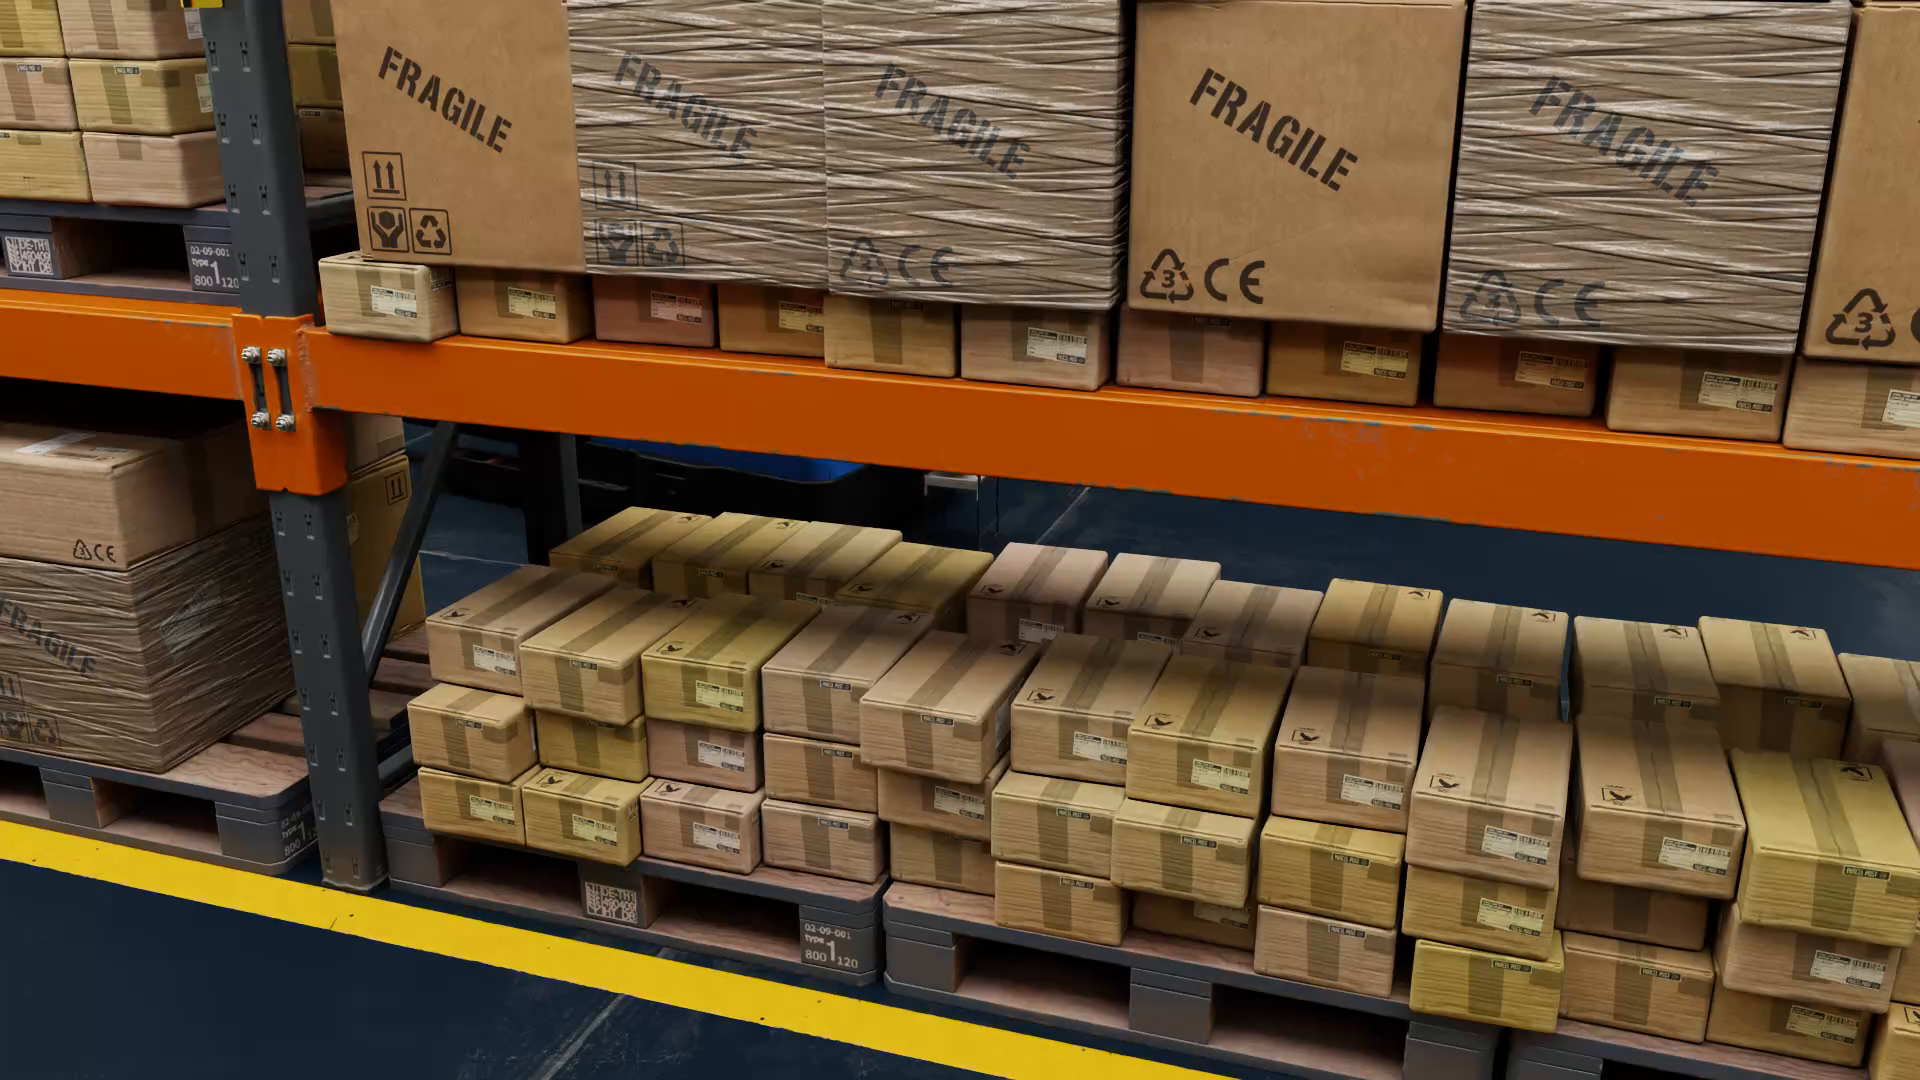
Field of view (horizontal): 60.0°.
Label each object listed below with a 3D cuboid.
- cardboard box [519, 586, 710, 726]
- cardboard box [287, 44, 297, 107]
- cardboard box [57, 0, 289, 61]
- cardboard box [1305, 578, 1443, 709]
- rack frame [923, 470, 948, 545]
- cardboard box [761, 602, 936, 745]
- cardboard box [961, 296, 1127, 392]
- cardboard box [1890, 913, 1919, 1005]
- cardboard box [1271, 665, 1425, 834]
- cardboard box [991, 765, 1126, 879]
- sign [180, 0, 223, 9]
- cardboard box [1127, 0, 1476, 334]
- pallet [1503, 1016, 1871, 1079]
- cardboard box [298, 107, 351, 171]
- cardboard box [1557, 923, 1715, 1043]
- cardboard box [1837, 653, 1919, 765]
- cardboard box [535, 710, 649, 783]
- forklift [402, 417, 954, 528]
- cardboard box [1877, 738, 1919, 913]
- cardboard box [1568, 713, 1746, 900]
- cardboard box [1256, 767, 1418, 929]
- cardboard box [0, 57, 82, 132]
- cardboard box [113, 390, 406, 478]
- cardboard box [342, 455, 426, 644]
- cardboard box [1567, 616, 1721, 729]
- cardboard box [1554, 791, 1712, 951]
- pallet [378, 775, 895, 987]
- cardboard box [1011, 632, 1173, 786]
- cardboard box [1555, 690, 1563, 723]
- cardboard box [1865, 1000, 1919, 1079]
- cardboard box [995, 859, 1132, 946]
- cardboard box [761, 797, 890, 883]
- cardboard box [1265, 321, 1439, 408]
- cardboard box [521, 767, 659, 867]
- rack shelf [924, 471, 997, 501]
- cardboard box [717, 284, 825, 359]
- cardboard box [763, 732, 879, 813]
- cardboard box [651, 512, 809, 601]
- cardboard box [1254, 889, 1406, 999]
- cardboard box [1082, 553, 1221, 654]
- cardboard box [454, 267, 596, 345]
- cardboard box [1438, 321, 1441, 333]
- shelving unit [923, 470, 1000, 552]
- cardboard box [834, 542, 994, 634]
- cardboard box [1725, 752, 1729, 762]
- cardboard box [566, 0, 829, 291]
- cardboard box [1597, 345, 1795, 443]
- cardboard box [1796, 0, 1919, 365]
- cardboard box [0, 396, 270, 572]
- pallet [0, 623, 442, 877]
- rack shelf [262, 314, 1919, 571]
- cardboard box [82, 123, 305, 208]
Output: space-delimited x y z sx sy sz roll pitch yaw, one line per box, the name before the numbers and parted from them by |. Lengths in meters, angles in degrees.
cardboard box | -0.736 0.244 3.608 0.250 0.149 0.380 8 21 21
cardboard box | -1.701 -1.206 4.270 0.250 0.149 0.380 6 20 17
cardboard box | -1.677 -1.116 3.560 0.250 0.149 0.380 8 21 21
cardboard box | 0.911 0.228 3.654 0.250 0.149 0.380 7 20 19
rack frame | -0.088 -0.435 5.957 0.006 0.900 0.240 7 20 18
cardboard box | -0.227 0.277 3.513 0.250 0.149 0.380 6 20 17
cardboard box | 0.186 -0.394 3.032 0.250 0.149 0.380 7 21 20
cardboard box | 1.723 0.654 2.885 0.250 0.149 0.380 6 20 17
cardboard box | 0.748 0.392 3.183 0.250 0.149 0.380 6 20 16
cardboard box | 0.237 0.502 3.320 0.250 0.149 0.380 6 20 18
sign | -1.413 -1.146 3.049 0.005 0.325 0.100 7 20 18
cardboard box | 0.601 -0.663 2.817 0.500 0.500 0.500 8 21 21
pallet | 1.717 0.869 3.262 1.213 0.211 1.003 7 20 18
cardboard box | -1.455 -1.038 4.240 0.250 0.149 0.380 6 20 15
cardboard box | 1.244 0.741 3.086 0.250 0.149 0.380 7 20 19
cardboard box | 1.861 0.372 3.242 0.250 0.149 0.380 7 20 19
cardboard box | -0.728 0.373 3.690 0.250 0.149 0.380 7 20 18
forklift | -1.494 -1.677 6.433 3.031 2.935 1.130 11 22 29
cardboard box | 1.743 0.503 2.865 0.250 0.149 0.380 7 20 19
cardboard box | 1.232 0.467 2.969 0.250 0.149 0.380 6 20 16
cardboard box | 0.731 0.558 3.160 0.250 0.149 0.380 8 21 21
cardboard box | -1.924 -1.002 3.686 0.250 0.149 0.380 7 20 18
cardboard box | -1.846 -0.307 4.419 0.500 0.250 0.500 6 20 16
cardboard box | -1.845 0.047 4.543 0.500 0.500 0.500 7 21 20
cardboard box | 1.404 0.304 3.437 0.250 0.149 0.380 6 20 15
cardboard box | 1.240 0.582 3.091 0.250 0.149 0.380 6 20 17
pallet | -0.588 0.606 4.018 1.213 0.211 1.003 7 20 18
cardboard box | 0.271 0.334 3.350 0.250 0.149 0.380 6 20 16
cardboard box | 1.145 0.424 3.544 0.250 0.149 0.380 6 20 15
cardboard box | 1.702 0.819 2.862 0.250 0.149 0.380 7 20 20
cardboard box | 0.243 0.642 3.370 0.250 0.149 0.380 6 20 17
cardboard box | -0.236 0.566 3.589 0.250 0.149 0.380 6 20 17
cardboard box | 0.700 -0.359 2.932 0.250 0.149 0.380 7 20 19
cardboard box | -0.744 0.543 3.654 0.250 0.149 0.380 7 20 20
rack shelf | 0.008 -0.223 5.996 0.200 0.077 0.258 7 20 18
cardboard box | -0.282 -0.473 3.258 0.250 0.149 0.380 6 20 16
cardboard box | -0.232 0.418 3.561 0.250 0.149 0.380 5 20 15
cardboard box | -0.558 0.067 4.116 0.250 0.149 0.380 7 20 19
cardboard box | 0.730 0.697 3.212 0.250 0.149 0.380 7 20 19
cardboard box | 0.443 0.170 3.821 0.250 0.149 0.380 6 20 16
cardboard box | -0.806 -0.517 3.383 0.250 0.149 0.380 7 20 20
cardboard box | 0.856 -0.511 3.368 0.250 0.149 0.380 7 21 20
shelving unit | 0.008 -0.424 5.926 0.210 0.900 0.258 7 20 18
cardboard box | -0.101 0.144 3.895 0.250 0.149 0.380 7 20 20
cardboard box | 1.633 0.484 3.371 0.250 0.149 0.380 7 20 19
cardboard box | -0.379 -0.777 3.145 0.500 0.500 0.500 7 20 18
cardboard box | 1.191 -0.288 2.727 0.250 0.149 0.380 6 20 16
cardboard box | 1.550 -0.554 2.504 0.500 0.500 0.500 6 20 17
cardboard box | -2.021 -0.146 3.960 0.500 0.250 0.500 6 20 17
pallet | -1.970 0.461 4.434 1.213 0.211 1.003 7 20 18
rack shelf | 0.655 -0.217 3.234 4.000 0.370 1.077 7 20 18
cardboard box | -1.674 -0.834 3.654 0.250 0.149 0.380 6 20 17
